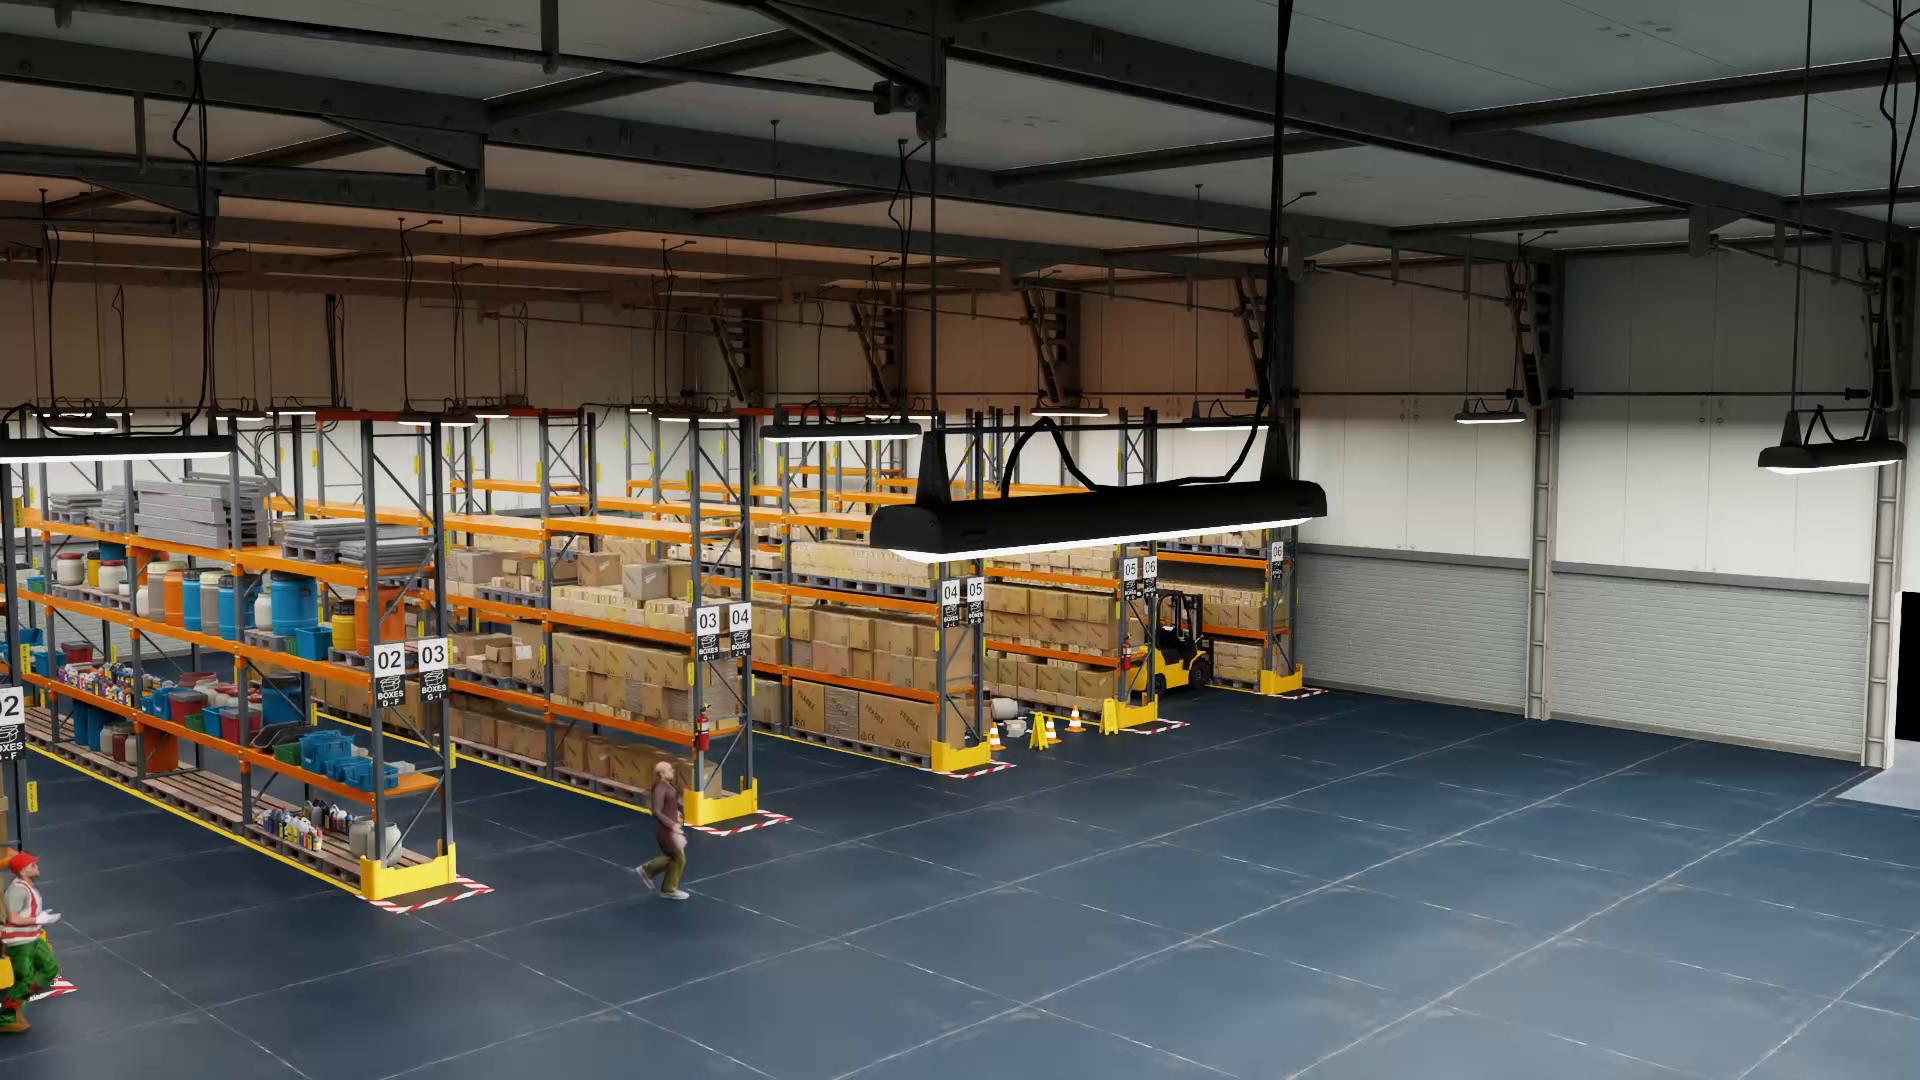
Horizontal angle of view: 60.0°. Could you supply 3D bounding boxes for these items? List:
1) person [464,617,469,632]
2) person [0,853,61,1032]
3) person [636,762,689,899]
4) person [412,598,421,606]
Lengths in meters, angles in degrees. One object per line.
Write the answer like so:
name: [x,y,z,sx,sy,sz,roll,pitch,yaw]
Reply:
person: [-11.901,1.984,40.727,0.541,1.565,0.689,-1,5,-12]
person: [-9.273,3.982,16.608,0.617,1.735,0.666,-1,5,-15]
person: [-3.730,3.630,20.782,0.656,1.752,0.708,-1,5,-11]
person: [-12.845,2.045,39.085,0.571,1.607,0.631,1,5,12]
